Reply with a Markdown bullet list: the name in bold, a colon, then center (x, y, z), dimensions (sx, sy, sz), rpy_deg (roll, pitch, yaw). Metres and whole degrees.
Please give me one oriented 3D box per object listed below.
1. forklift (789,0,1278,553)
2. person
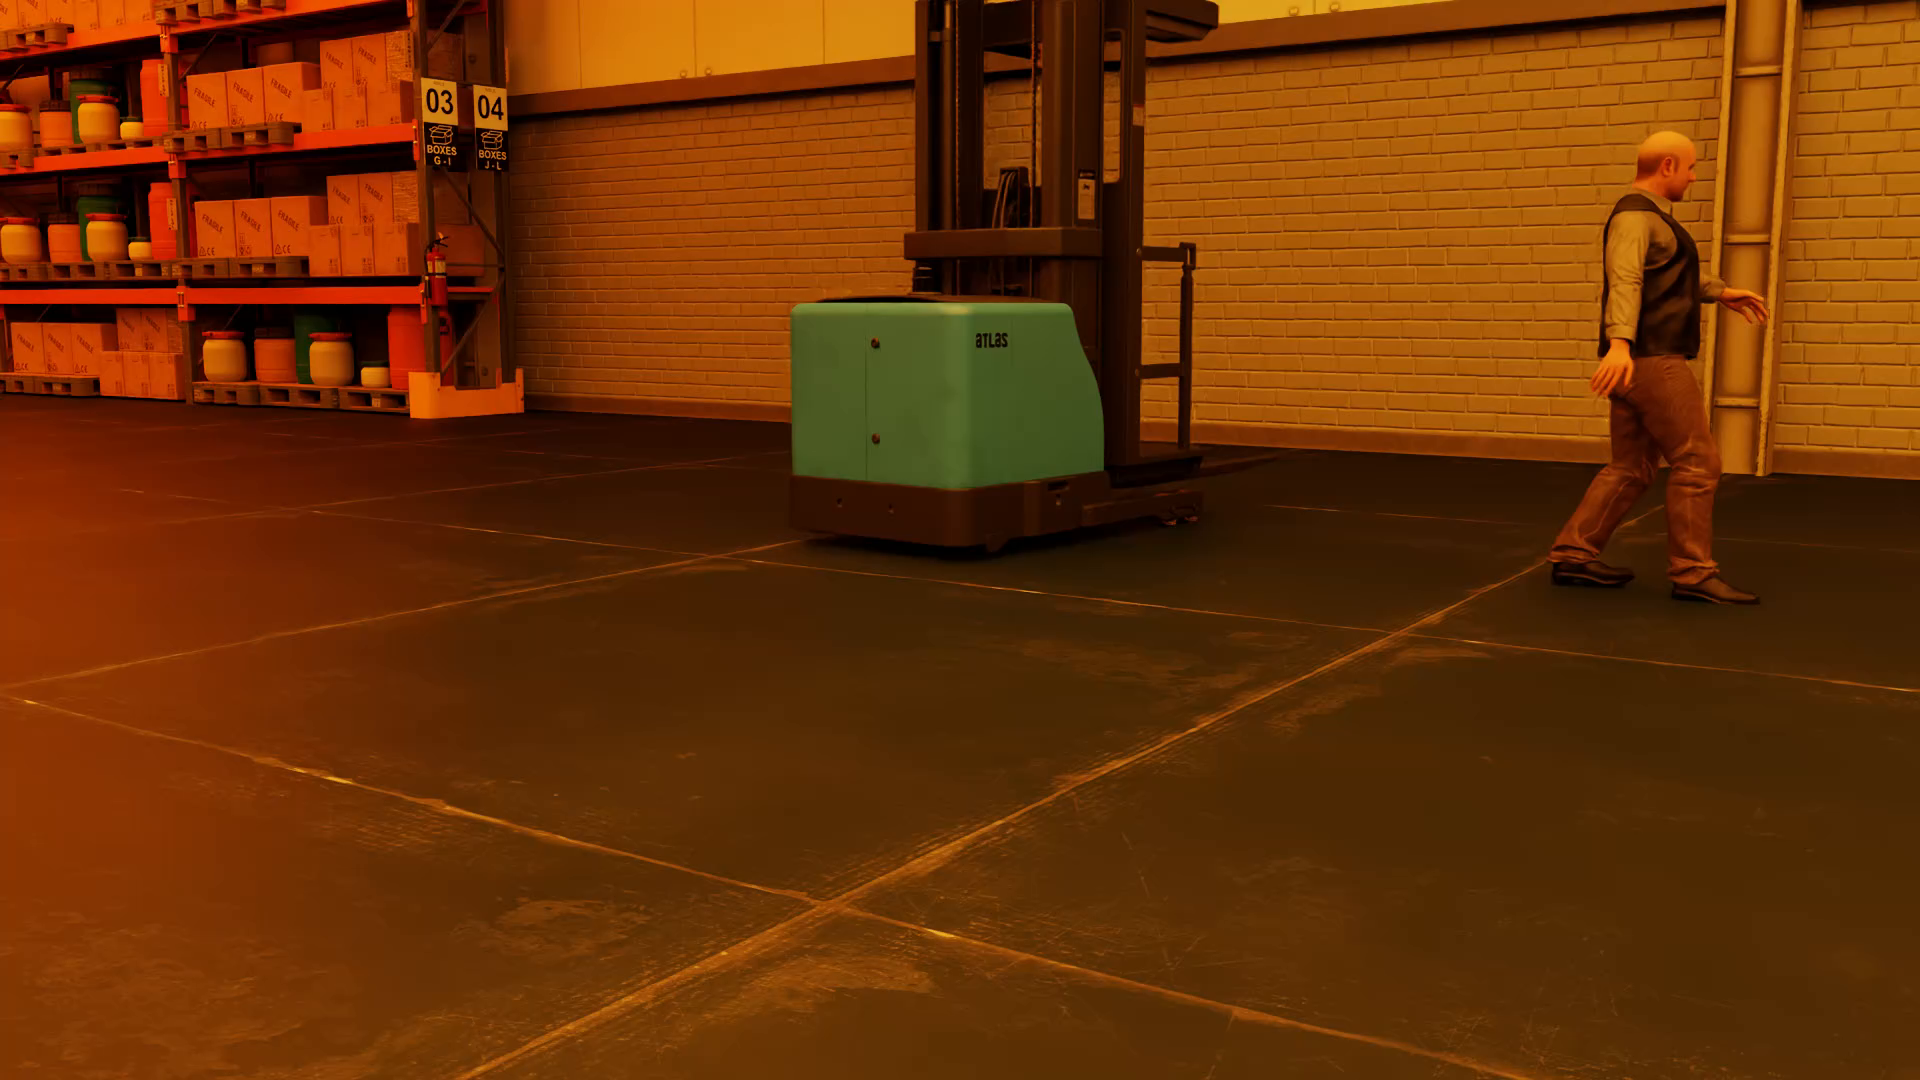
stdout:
- **forklift**: center (0.553, -1.556, 8.137), dimensions (1.130, 2.935, 3.031), rpy_deg (7, 10, 39)
- **person**: center (2.578, -0.627, 6.076), dimensions (0.749, 1.701, 0.947), rpy_deg (3, 9, 19)
